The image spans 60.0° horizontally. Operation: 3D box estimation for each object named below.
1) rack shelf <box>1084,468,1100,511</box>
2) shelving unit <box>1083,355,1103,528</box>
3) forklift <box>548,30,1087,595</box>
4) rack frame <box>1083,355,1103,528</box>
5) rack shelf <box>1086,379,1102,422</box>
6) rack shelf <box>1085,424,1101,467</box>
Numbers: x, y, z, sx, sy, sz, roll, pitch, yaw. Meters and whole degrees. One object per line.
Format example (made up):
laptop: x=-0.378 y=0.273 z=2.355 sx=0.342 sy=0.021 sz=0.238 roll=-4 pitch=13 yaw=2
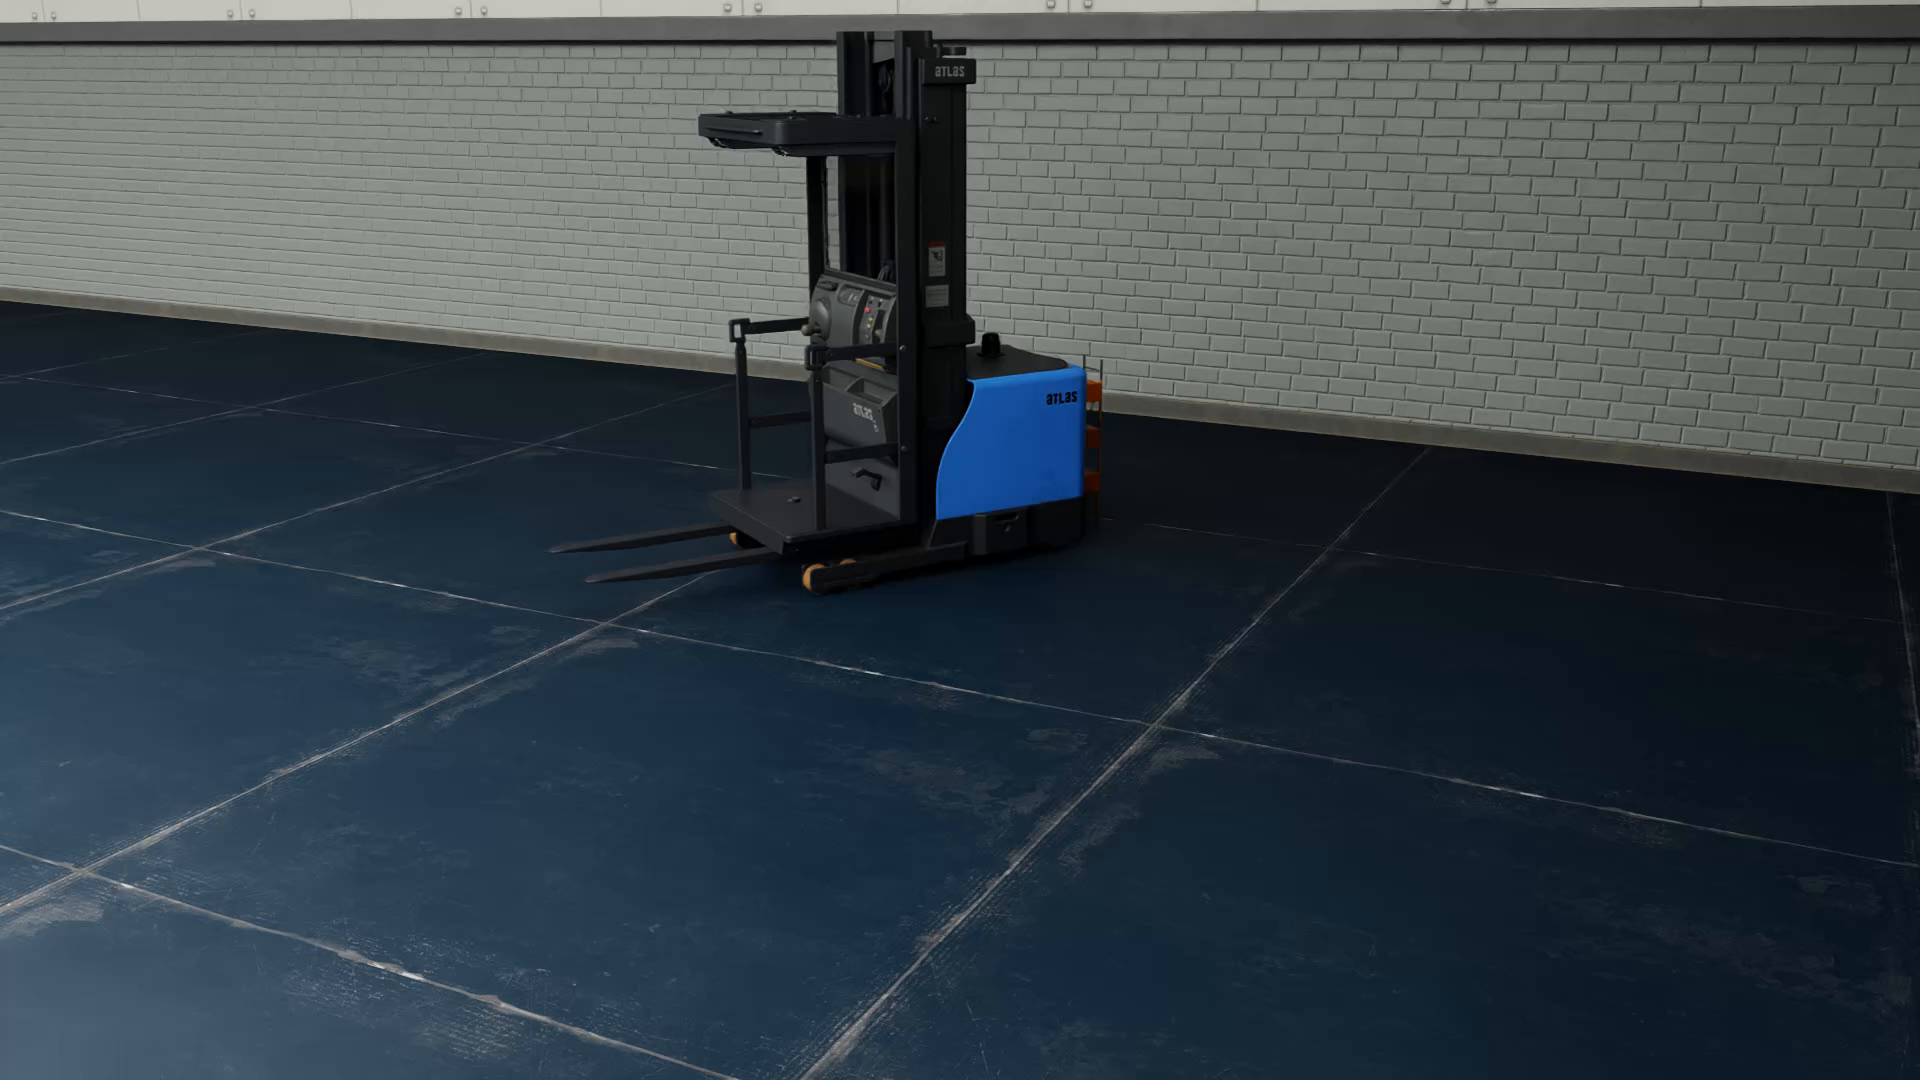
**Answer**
rack shelf: x=0.700 y=-0.310 z=10.237 sx=0.240 sy=0.259 sz=0.215 roll=-10 pitch=19 yaw=-29
shelving unit: x=0.700 y=-0.586 z=10.155 sx=0.252 sy=1.050 sz=0.215 roll=-10 pitch=19 yaw=-29
forklift: x=-0.778 y=-1.278 z=9.179 sx=3.031 sy=2.935 sz=1.130 roll=-10 pitch=19 yaw=-29
rack frame: x=0.805 y=-0.604 z=10.215 sx=0.008 sy=1.050 sz=0.200 roll=-10 pitch=19 yaw=-29
rack shelf: x=0.700 y=-0.848 z=10.077 sx=0.240 sy=0.259 sz=0.215 roll=-10 pitch=19 yaw=-29
rack shelf: x=0.700 y=-0.576 z=10.158 sx=0.240 sy=0.259 sz=0.215 roll=-10 pitch=19 yaw=-29
